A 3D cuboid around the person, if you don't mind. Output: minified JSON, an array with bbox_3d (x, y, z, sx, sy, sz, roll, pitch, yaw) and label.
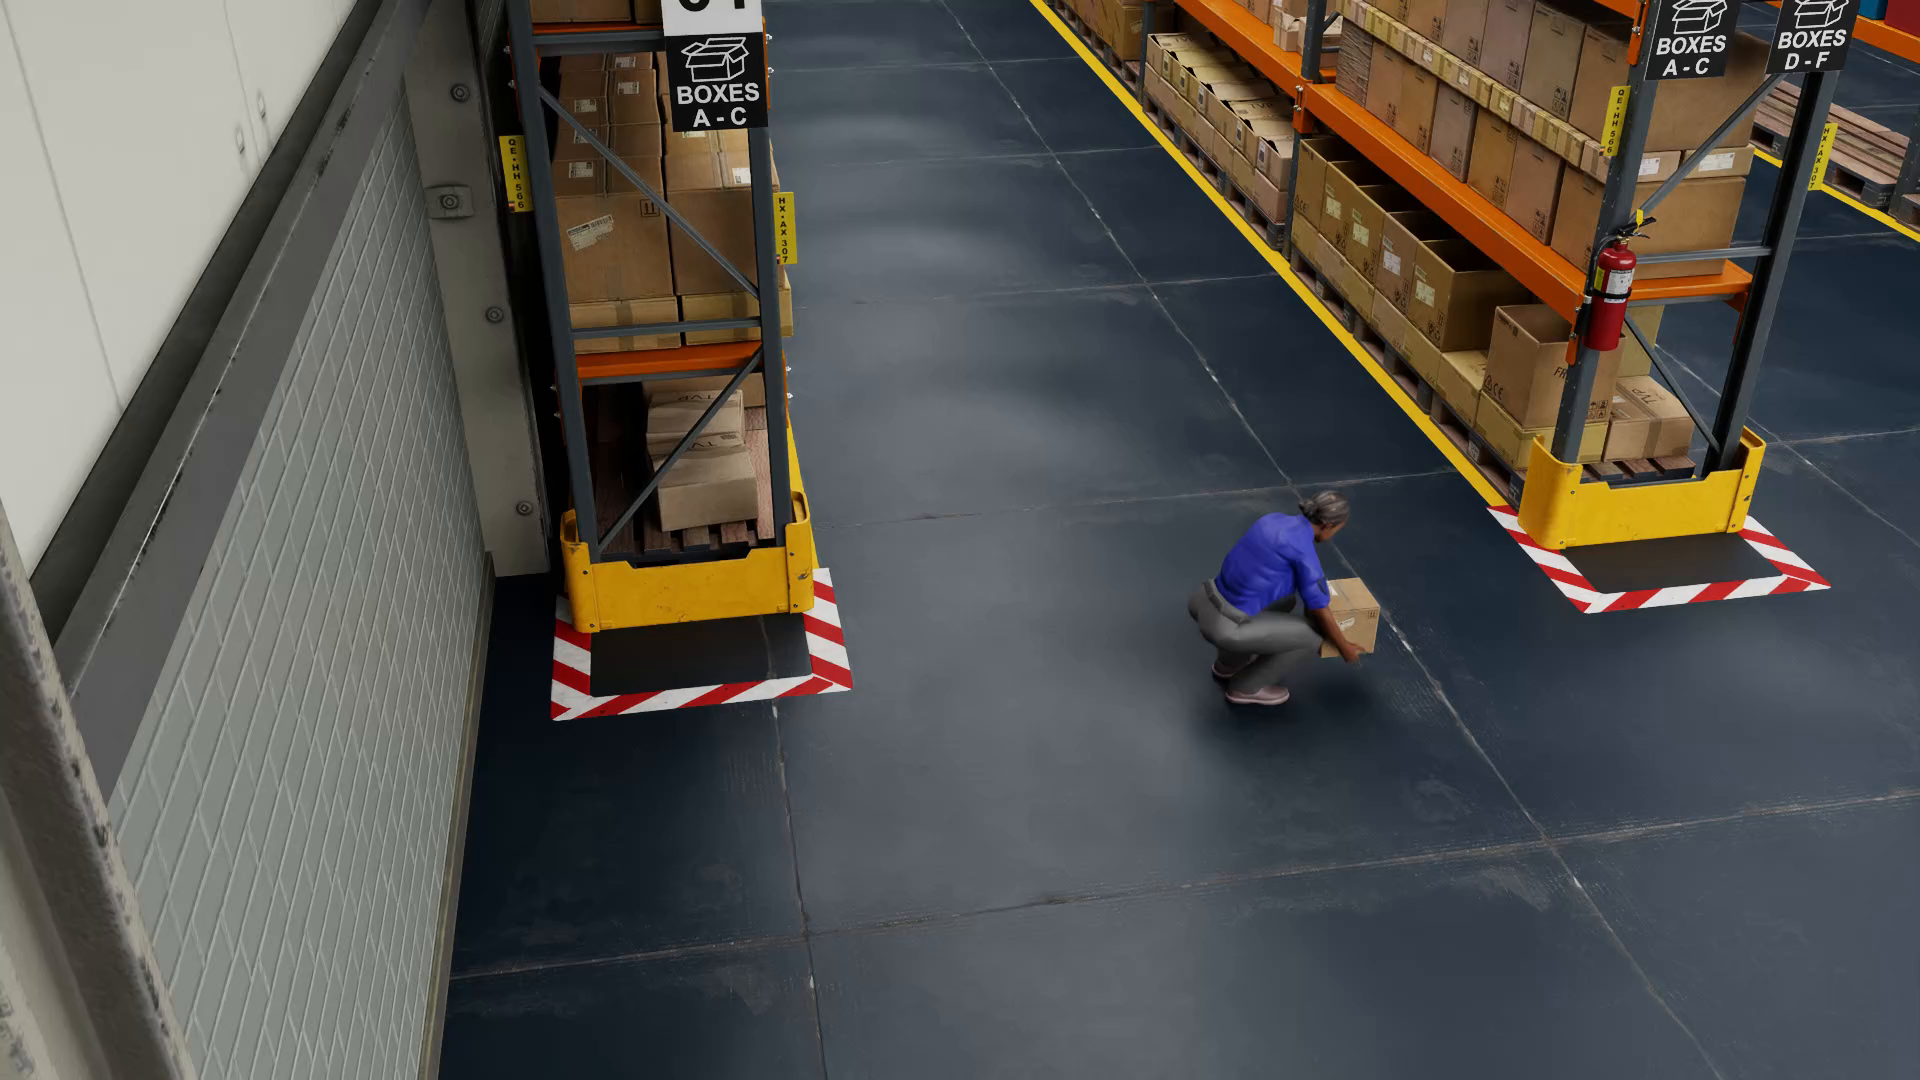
[{"bbox_3d":[1.412,0.252,7.418,0.801,0.955,0.459,-6,31,-10],"label":"person"}]
